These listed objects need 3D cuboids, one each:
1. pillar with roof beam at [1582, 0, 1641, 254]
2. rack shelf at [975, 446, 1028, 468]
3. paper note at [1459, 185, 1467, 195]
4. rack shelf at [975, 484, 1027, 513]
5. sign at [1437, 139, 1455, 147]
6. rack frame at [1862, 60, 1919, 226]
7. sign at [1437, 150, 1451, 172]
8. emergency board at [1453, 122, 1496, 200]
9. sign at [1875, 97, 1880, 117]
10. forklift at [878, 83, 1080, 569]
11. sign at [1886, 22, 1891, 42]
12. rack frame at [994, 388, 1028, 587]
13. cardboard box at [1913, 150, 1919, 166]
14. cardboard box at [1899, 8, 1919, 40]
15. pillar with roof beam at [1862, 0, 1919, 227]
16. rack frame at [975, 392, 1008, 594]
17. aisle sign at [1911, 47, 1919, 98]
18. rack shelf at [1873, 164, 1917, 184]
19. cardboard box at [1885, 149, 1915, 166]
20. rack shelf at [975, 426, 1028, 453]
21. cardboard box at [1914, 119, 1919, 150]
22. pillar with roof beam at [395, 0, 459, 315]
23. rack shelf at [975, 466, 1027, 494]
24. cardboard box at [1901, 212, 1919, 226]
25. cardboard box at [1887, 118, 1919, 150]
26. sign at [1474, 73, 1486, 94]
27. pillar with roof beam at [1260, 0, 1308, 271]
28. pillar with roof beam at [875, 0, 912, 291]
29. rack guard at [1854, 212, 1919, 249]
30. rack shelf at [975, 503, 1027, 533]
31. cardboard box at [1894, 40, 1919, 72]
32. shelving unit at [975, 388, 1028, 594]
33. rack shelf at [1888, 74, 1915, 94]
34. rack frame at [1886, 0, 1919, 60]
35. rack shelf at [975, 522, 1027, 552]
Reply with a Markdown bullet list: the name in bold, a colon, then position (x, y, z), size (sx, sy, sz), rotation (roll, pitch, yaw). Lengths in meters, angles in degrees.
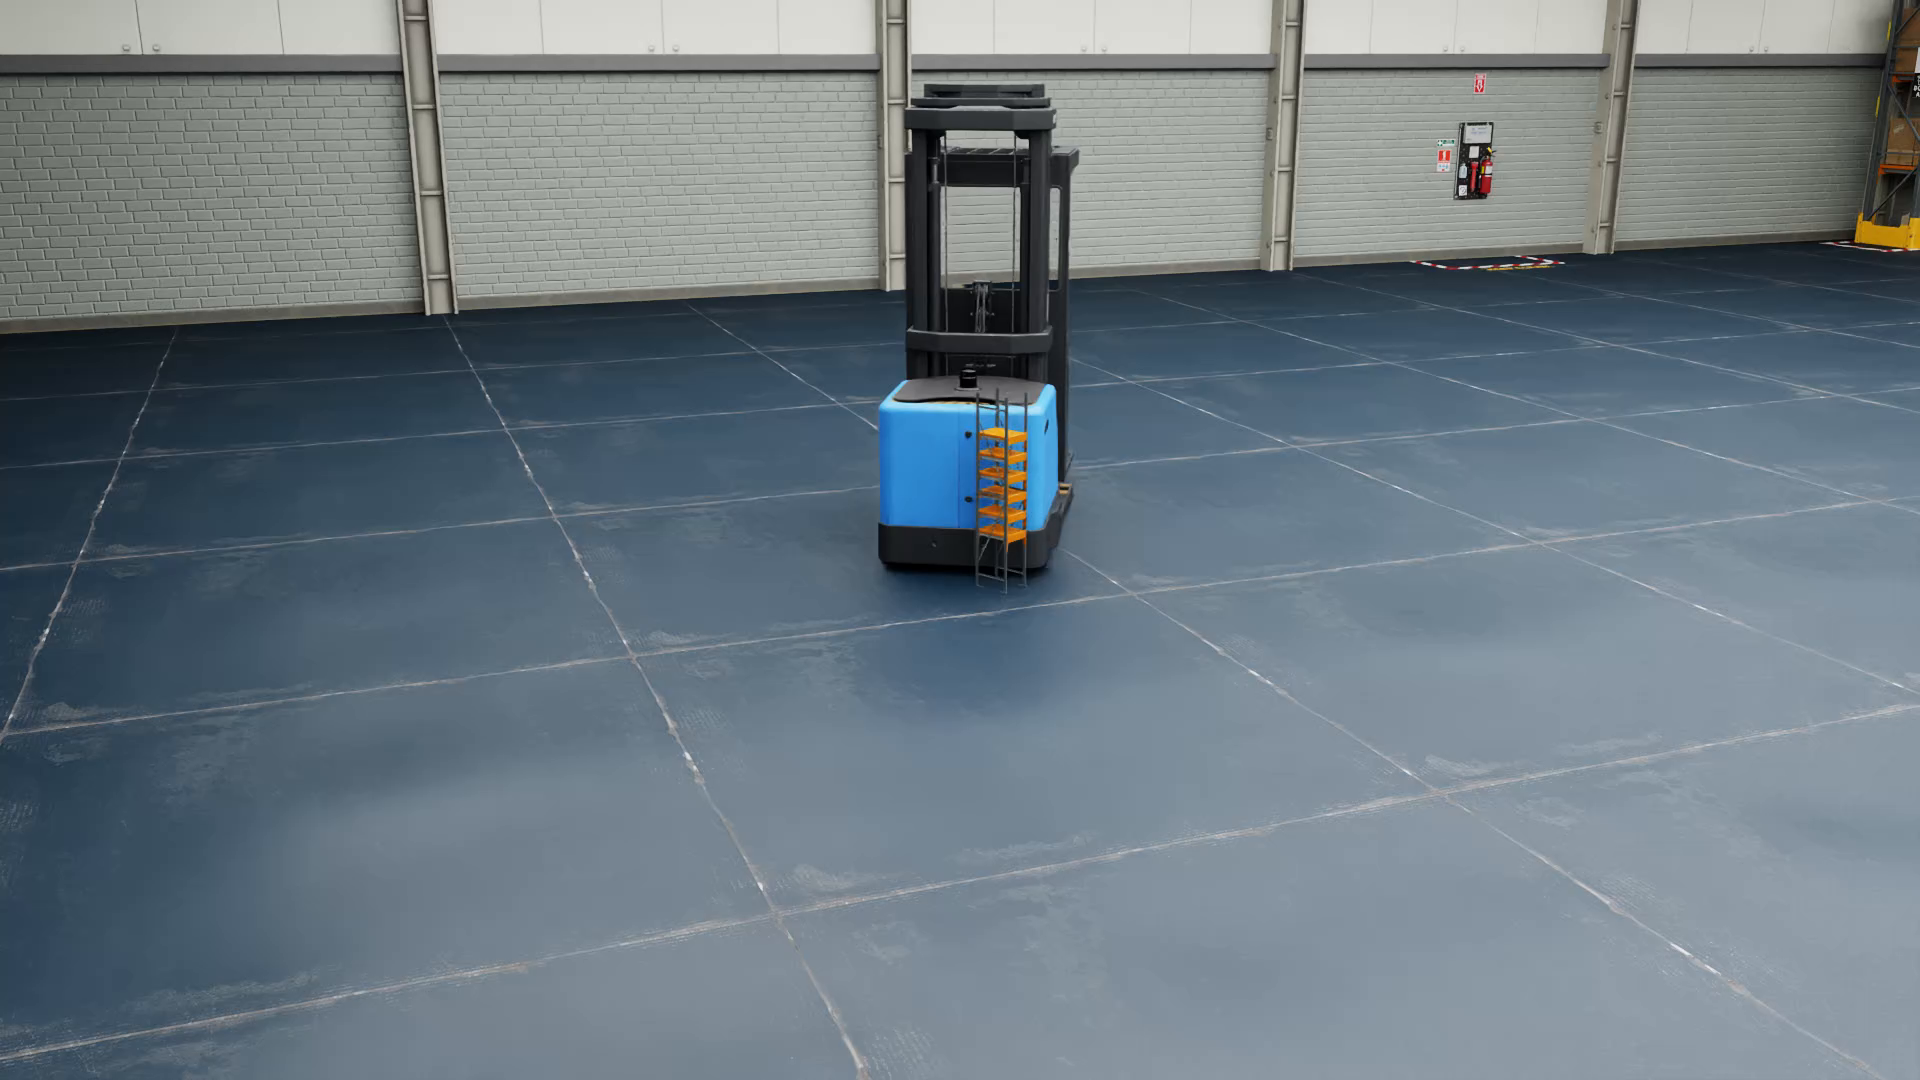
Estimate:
- **pillar with roof beam**: position (11.869, -7.840, 21.826), size (0.400, 9.000, 9.100), rotation (-6, 17, -20)
- **rack shelf**: position (0.247, -0.480, 9.909), size (0.258, 0.103, 0.180), rotation (13, 21, 38)
- **paper note**: position (7.818, -5.433, 25.839), size (0.142, 0.148, 0.016), rotation (-6, 17, -20)
- **rack shelf**: position (0.247, -0.250, 9.976), size (0.258, 0.103, 0.180), rotation (13, 21, 38)
- **sign**: position (7.462, -6.096, 25.530), size (0.331, 0.109, 0.001), rotation (-6, 17, -20)
- **rack frame**: position (15.587, -6.401, 27.573), size (0.127, 3.000, 1.000), rotation (-6, 17, -20)
- **sign**: position (7.454, -5.844, 25.611), size (0.234, 0.329, 0.001), rotation (-6, 17, -20)
- **emergency board**: position (8.008, -5.855, 25.714), size (0.643, 1.169, 0.194), rotation (-6, 17, -20)
- **sign**: position (15.408, -7.256, 27.869), size (0.005, 0.325, 0.100), rotation (-6, 17, -20)
- **forklift**: position (0.219, -1.601, 11.347), size (1.130, 2.935, 3.031), rotation (2, 17, 8)
- **sign**: position (15.408, -8.413, 27.530), size (0.005, 0.325, 0.100), rotation (-6, 17, -20)
- **rack frame**: position (0.306, -0.312, 10.031), size (0.240, 1.200, 0.006), rotation (13, 21, 38)
- **cardboard box**: position (16.157, -6.305, 27.474), size (0.500, 0.250, 0.500), rotation (-7, 18, -22)
- **cardboard box**: position (15.897, -8.490, 27.375), size (0.500, 0.500, 0.500), rotation (-5, 17, -18)
- **pillar with roof beam**: position (17.472, -8.445, 23.886), size (0.400, 9.000, 9.100), rotation (-6, 17, -20)
- **rack frame**: position (0.187, -0.273, 9.897), size (0.240, 1.200, 0.006), rotation (13, 21, 38)
- **aisle sign**: position (15.628, -7.562, 26.913), size (0.004, 0.787, 0.394), rotation (-6, 17, -20)
- **rack shelf**: position (17.455, -6.258, 28.361), size (4.000, 0.370, 1.077), rotation (-6, 17, -20)
- **cardboard box**: position (15.955, -6.437, 27.925), size (0.500, 0.250, 0.500), rotation (-6, 17, -19)
- **rack shelf**: position (0.247, -0.595, 9.875), size (0.258, 0.103, 0.180), rotation (13, 21, 38)
- **cardboard box**: position (16.141, -6.668, 27.380), size (0.500, 0.500, 0.500), rotation (-6, 17, -20)
- **pillar with roof beam**: position (-4.939, -6.025, 15.646), size (0.400, 9.000, 9.100), rotation (-6, 17, -20)
- **rack shelf**: position (0.247, -0.365, 9.943), size (0.258, 0.103, 0.180), rotation (13, 21, 38)
- **cardboard box**: position (16.266, -5.368, 28.047), size (0.500, 0.311, 0.500), rotation (-8, 18, -26)
- **cardboard box**: position (15.952, -6.802, 27.838), size (0.500, 0.500, 0.500), rotation (-6, 18, -21)
- **sign**: position (7.964, -6.993, 25.474), size (0.199, 0.298, 0.001), rotation (-6, 17, -20)
- **pillar with roof beam**: position (6.267, -7.235, 19.766), size (0.400, 9.000, 9.100), rotation (-6, 17, -20)
- **pillar with roof beam**: position (0.664, -6.630, 17.706), size (0.400, 9.000, 9.100), rotation (-6, 17, -20)
- **rack guard**: position (15.658, -5.210, 27.951), size (0.348, 0.500, 1.175), rotation (-6, 17, -20)
- **rack shelf**: position (0.247, -0.134, 10.010), size (0.258, 0.103, 0.180), rotation (13, 21, 38)
- **cardboard box**: position (15.887, -8.007, 27.503), size (0.500, 0.500, 0.500), rotation (-5, 17, -16)
- **shelving unit**: position (0.247, -0.292, 9.964), size (0.258, 1.200, 0.189), rotation (13, 21, 38)
- **rack shelf**: position (17.455, -7.697, 27.938), size (4.000, 0.370, 1.077), rotation (-6, 17, -20)
- **rack frame**: position (15.587, -9.280, 26.728), size (0.127, 3.000, 1.000), rotation (-6, 17, -20)
- **rack shelf**: position (0.247, -0.019, 10.044), size (0.258, 0.103, 0.180), rotation (13, 21, 38)
